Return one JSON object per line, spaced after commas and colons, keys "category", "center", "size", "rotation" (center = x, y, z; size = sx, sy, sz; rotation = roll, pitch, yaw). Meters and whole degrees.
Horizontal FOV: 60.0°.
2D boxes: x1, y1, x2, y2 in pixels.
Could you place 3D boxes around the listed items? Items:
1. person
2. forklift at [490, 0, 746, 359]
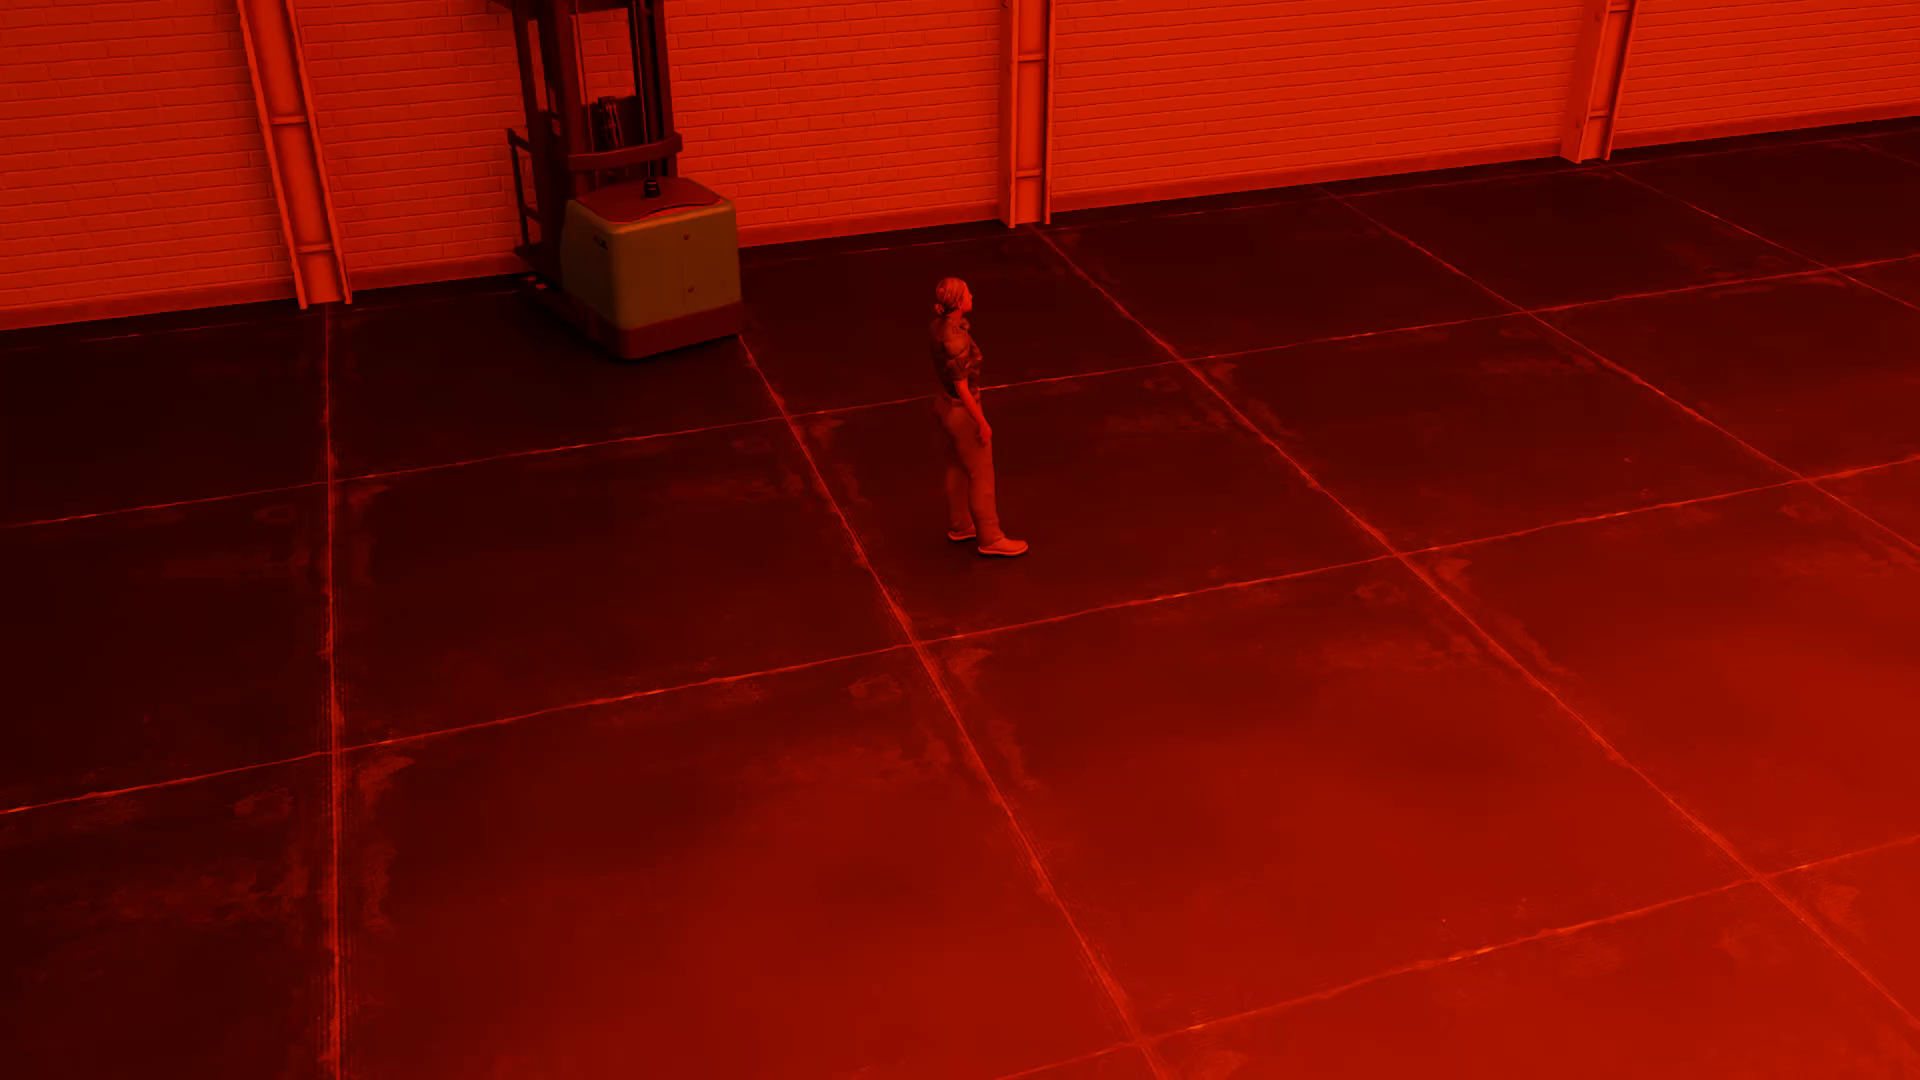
{"category": "person", "center": [0.090, -0.728, 9.617], "size": [0.503, 1.656, 0.569], "rotation": [-10, 31, -16]}
{"category": "forklift", "center": [-2.891, -3.276, 12.781], "size": [1.130, 2.935, 3.031], "rotation": [-19, 35, -30]}
